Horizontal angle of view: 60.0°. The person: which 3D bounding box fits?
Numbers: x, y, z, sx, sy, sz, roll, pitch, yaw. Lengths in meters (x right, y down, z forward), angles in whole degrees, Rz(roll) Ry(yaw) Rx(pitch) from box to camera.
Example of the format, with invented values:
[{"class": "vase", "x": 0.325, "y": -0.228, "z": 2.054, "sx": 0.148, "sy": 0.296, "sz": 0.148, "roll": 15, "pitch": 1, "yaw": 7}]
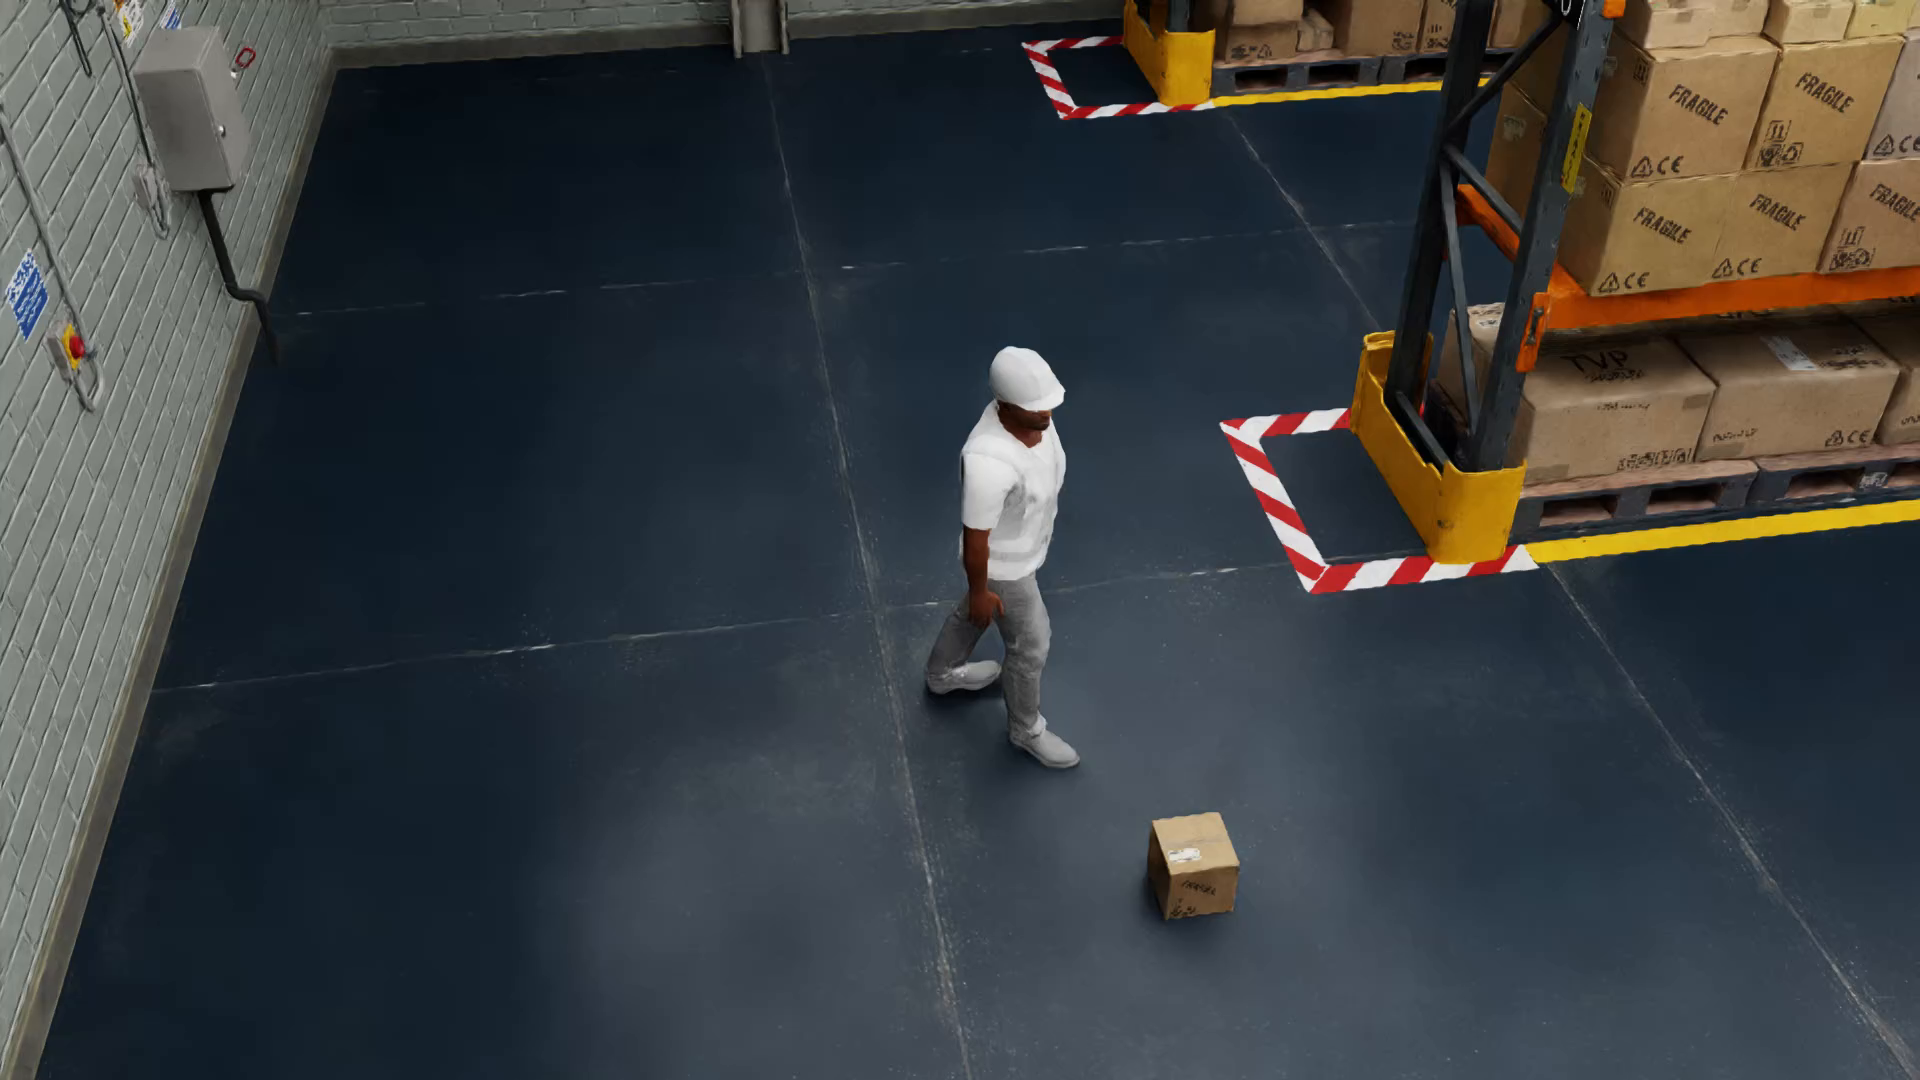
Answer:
[{"class": "person", "x": 0.172, "y": 0.028, "z": 6.100, "sx": 0.692, "sy": 1.758, "sz": 0.592, "roll": 10, "pitch": 39, "yaw": 12}]
